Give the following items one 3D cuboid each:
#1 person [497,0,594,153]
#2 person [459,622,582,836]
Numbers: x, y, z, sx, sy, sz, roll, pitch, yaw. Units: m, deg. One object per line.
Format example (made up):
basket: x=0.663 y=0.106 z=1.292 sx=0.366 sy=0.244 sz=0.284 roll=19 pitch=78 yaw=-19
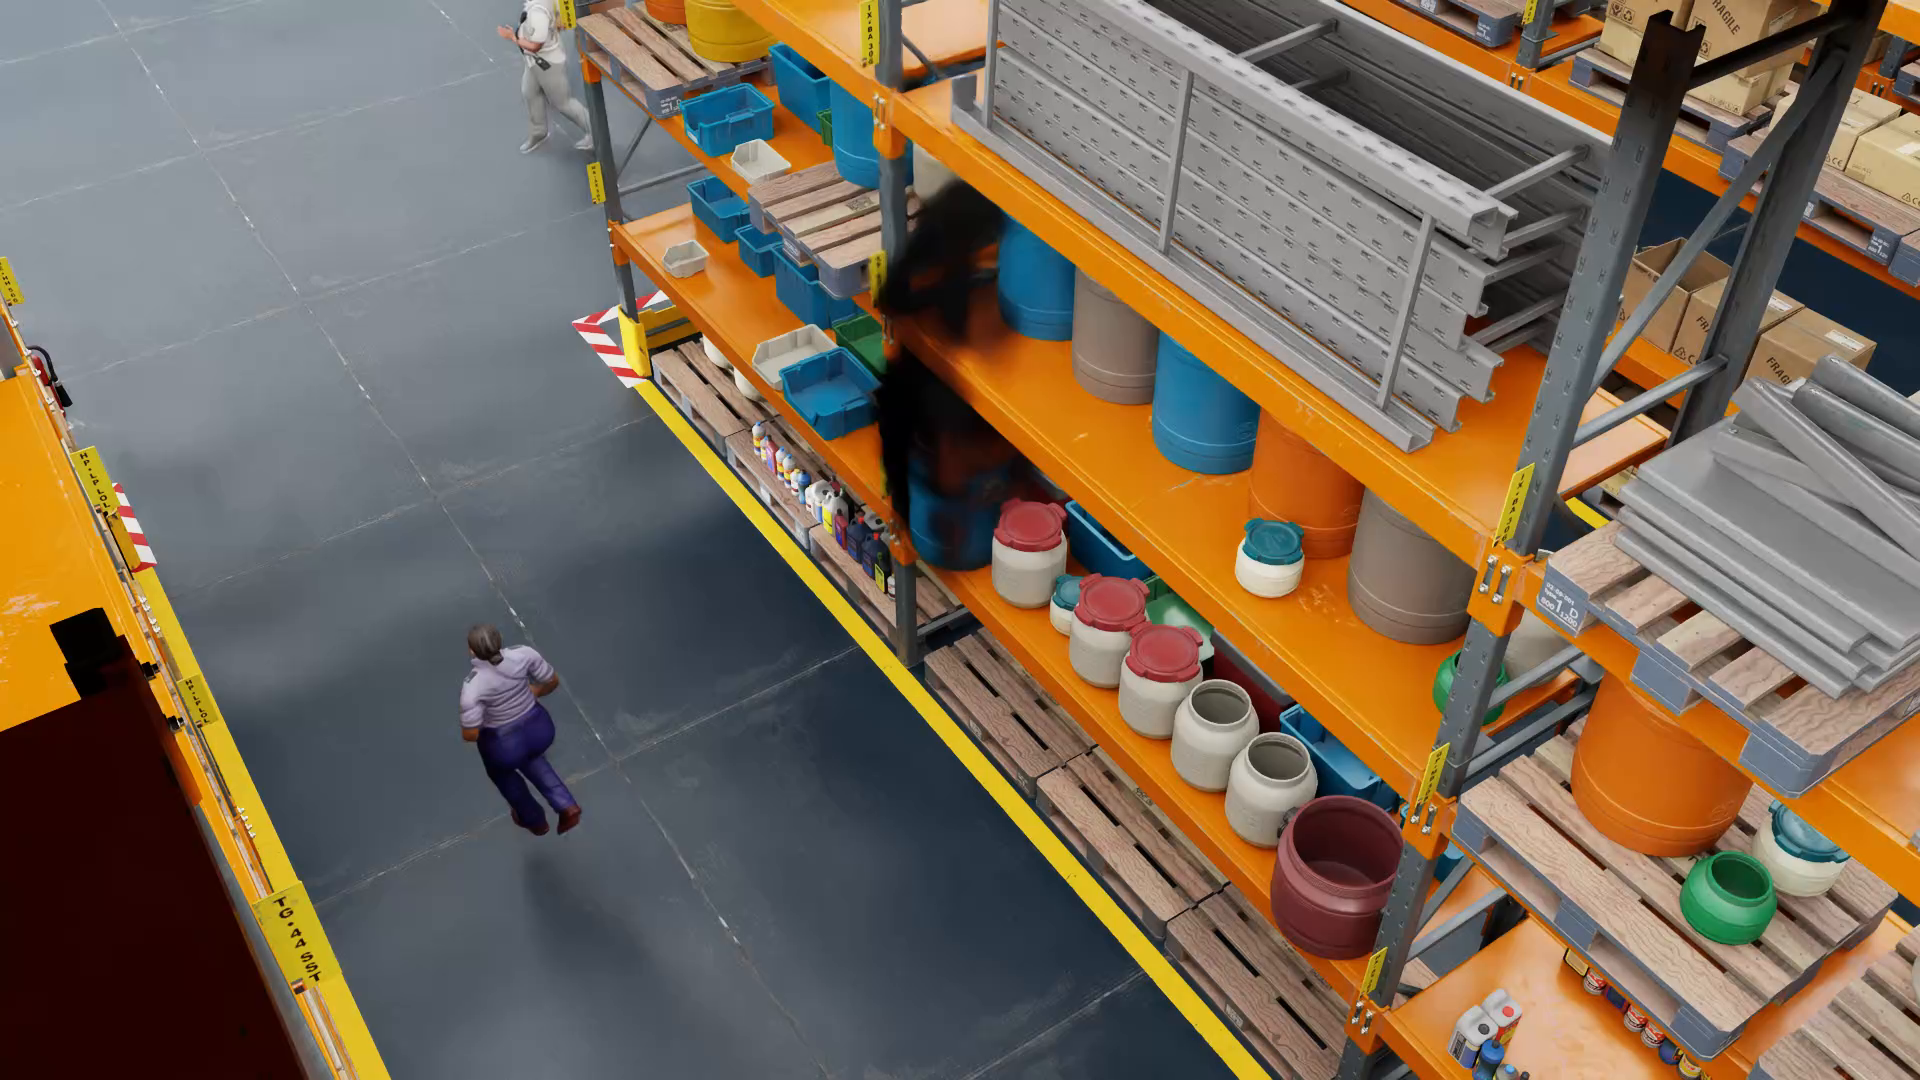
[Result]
person: x=-3.751 y=-4.349 z=15.172 sx=0.837 sy=1.838 sz=0.643 roll=-8 pitch=43 yaw=-8
person: x=-2.395 y=1.070 z=9.002 sx=0.519 sy=1.611 sz=0.593 roll=33 pitch=52 yaw=31
